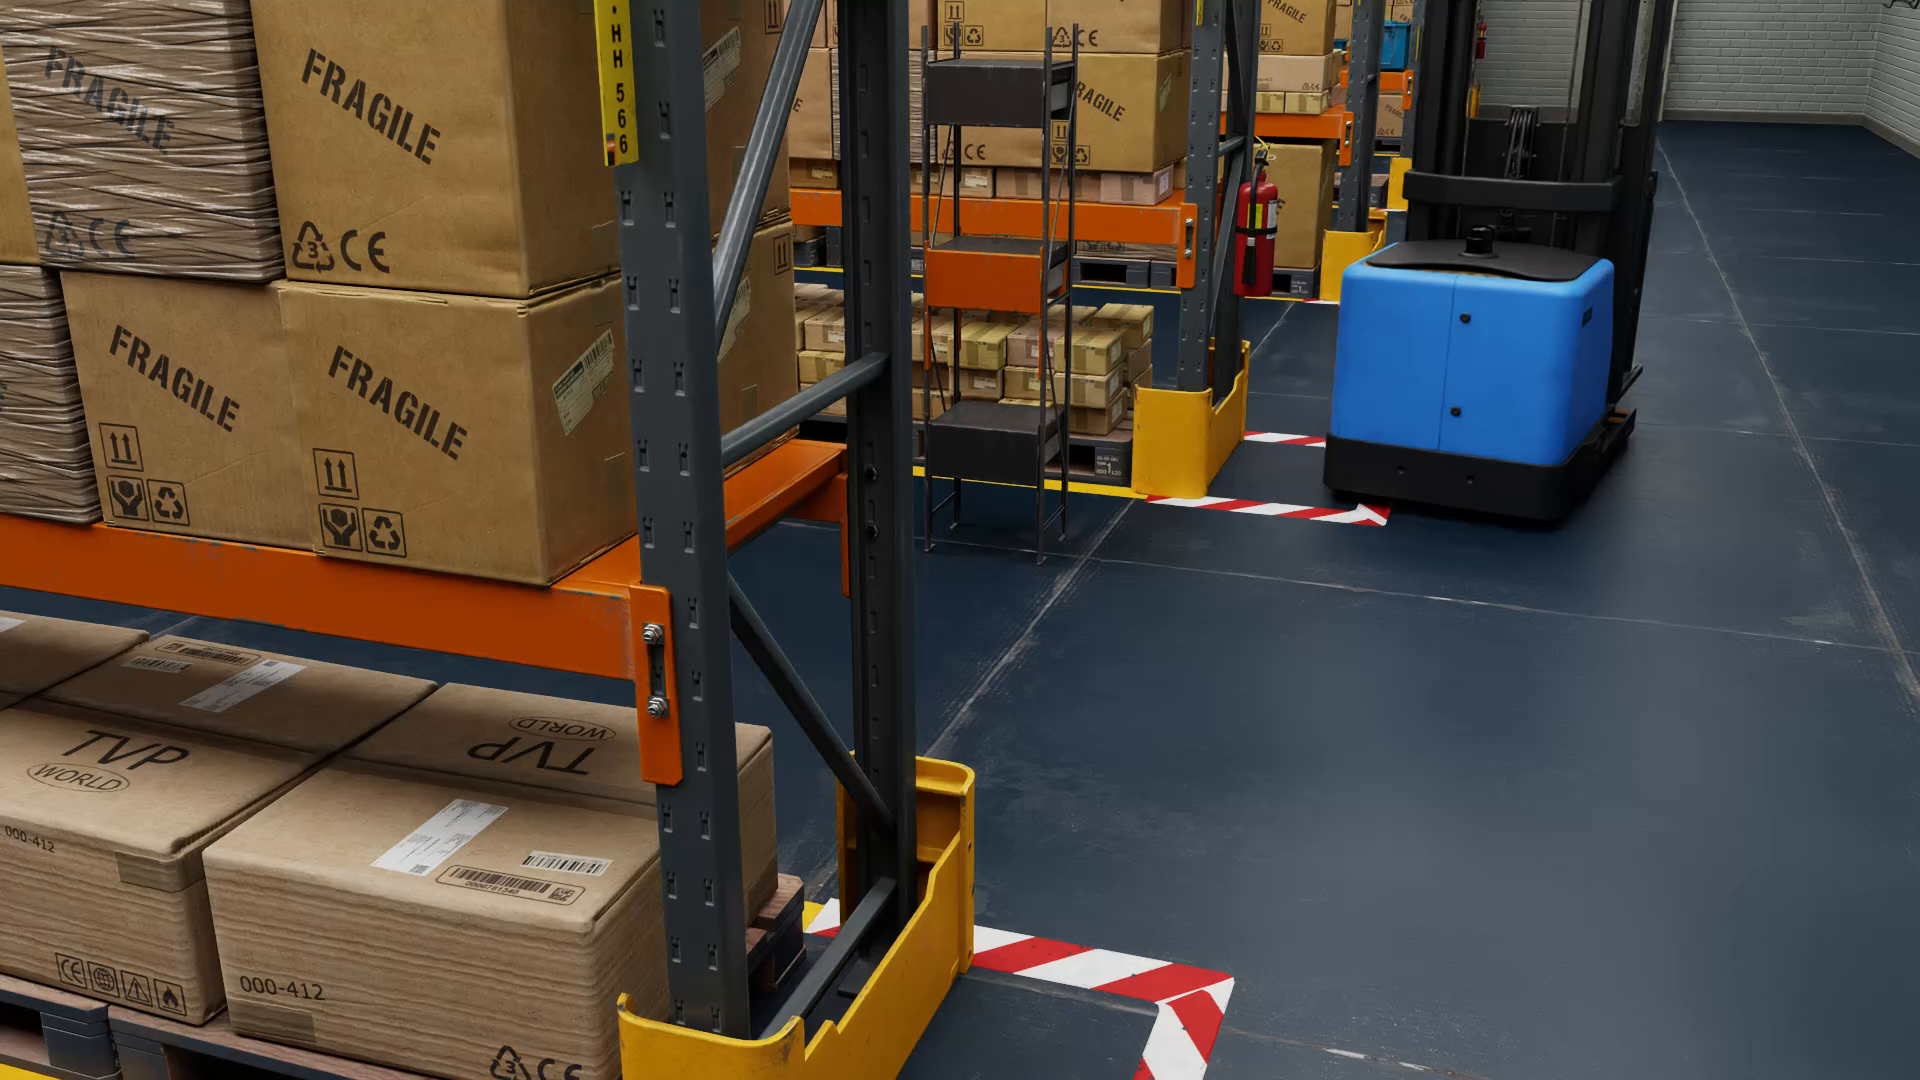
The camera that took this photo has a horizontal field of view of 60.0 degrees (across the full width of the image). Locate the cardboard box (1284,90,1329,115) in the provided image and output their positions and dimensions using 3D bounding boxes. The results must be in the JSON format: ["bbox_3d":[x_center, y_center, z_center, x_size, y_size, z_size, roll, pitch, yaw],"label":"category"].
[{"bbox_3d":[2.484,-3.137,11.901,0.250,0.149,0.380,7,20,19],"label":"cardboard box"}]

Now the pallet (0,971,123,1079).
[{"bbox_3d":[-2.254,0.884,4.220,1.213,0.211,1.003,7,20,18],"label":"pallet"}]

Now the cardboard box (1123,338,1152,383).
[{"bbox_3d":[0.794,-0.917,8.392,0.250,0.149,0.380,7,21,20],"label":"cardboard box"}]

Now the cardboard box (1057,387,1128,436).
[{"bbox_3d":[0.639,-0.633,8.027,0.250,0.149,0.380,7,20,19],"label":"cardboard box"}]

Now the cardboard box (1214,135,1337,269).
[{"bbox_3d":[2.297,-2.559,12.450,0.875,0.875,0.875,7,20,18],"label":"cardboard box"}]

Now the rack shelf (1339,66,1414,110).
[{"bbox_3d":[2.664,-4.736,17.199,4.000,0.370,1.077,7,20,18],"label":"rack shelf"}]

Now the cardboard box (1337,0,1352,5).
[{"bbox_3d":[4.703,-6.990,20.902,0.500,0.500,0.500,7,20,20],"label":"cardboard box"}]

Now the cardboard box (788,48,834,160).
[{"bbox_3d":[-0.739,-2.111,7.971,0.500,0.500,0.500,8,21,21],"label":"cardboard box"}]

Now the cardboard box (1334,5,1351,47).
[{"bbox_3d":[4.709,-6.521,21.075,0.500,0.500,0.500,7,20,18],"label":"cardboard box"}]

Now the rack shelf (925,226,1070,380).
[{"bbox_3d":[0.156,-0.961,6.684,0.480,0.518,0.431,7,20,18],"label":"rack shelf"}]

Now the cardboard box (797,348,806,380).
[{"bbox_3d":[-0.877,-0.911,8.375,0.250,0.149,0.380,7,20,19],"label":"cardboard box"}]

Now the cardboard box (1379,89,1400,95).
[{"bbox_3d":[6.638,-7.057,25.923,0.500,0.500,0.700,6,20,18],"label":"cardboard box"}]

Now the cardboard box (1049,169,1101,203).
[{"bbox_3d":[0.582,-1.656,7.651,0.250,0.149,0.380,6,20,18],"label":"cardboard box"}]

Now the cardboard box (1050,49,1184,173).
[{"bbox_3d":[0.696,-1.945,7.494,0.500,0.500,0.500,7,20,19],"label":"cardboard box"}]

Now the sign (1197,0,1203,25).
[{"bbox_3d":[1.004,-2.314,6.918,0.005,0.325,0.100,7,20,18],"label":"sign"}]

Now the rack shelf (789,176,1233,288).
[{"bbox_3d":[-0.684,-1.665,8.388,4.000,0.370,1.077,7,20,18],"label":"rack shelf"}]

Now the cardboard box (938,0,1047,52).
[{"bbox_3d":[0.212,-2.475,7.497,0.500,0.500,0.500,6,20,16],"label":"cardboard box"}]

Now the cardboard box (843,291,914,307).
[{"bbox_3d":[-0.428,-1.220,8.808,0.250,0.149,0.380,7,20,19],"label":"cardboard box"}]

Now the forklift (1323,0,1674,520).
[{"bbox_3d":[2.826,-1.907,8.093,1.130,2.935,3.031,11,22,28],"label":"forklift"}]

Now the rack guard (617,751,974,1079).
[{"bbox_3d":[-0.301,0.944,3.607,0.348,0.500,1.175,7,20,18],"label":"rack guard"}]

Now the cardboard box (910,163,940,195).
[{"bbox_3d":[-0.148,-1.736,7.881,0.250,0.149,0.380,6,20,16],"label":"cardboard box"}]

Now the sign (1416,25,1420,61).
[{"bbox_3d":[4.388,-4.764,15.938,0.005,0.325,0.100,7,20,18],"label":"sign"}]

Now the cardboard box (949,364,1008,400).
[{"bbox_3d":[0.121,-0.805,8.069,0.250,0.149,0.380,6,20,16],"label":"cardboard box"}]

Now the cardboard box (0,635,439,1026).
[{"bbox_3d":[-1.848,0.637,3.947,0.875,0.438,0.875,7,20,20],"label":"cardboard box"}]

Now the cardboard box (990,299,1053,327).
[{"bbox_3d":[0.326,-1.143,8.588,0.250,0.149,0.380,6,20,18],"label":"cardboard box"}]

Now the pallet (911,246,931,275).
[{"bbox_3d":[-0.158,-2.329,13.436,1.213,0.211,1.003,7,20,18],"label":"pallet"}]

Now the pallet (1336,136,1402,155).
[{"bbox_3d":[5.357,-5.177,21.607,1.213,0.211,1.003,7,20,18],"label":"pallet"}]

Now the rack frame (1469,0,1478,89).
[{"bbox_3d":[7.805,-7.940,25.298,0.127,3.000,1.000,7,20,18],"label":"rack frame"}]

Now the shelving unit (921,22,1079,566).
[{"bbox_3d":[0.156,-0.974,6.679,0.503,2.100,0.431,7,20,18],"label":"shelving unit"}]

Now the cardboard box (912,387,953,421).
[{"bbox_3d":[-0.096,-0.707,8.240,0.250,0.149,0.380,7,20,19],"label":"cardboard box"}]

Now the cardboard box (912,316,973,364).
[{"bbox_3d":[-0.107,-0.981,8.123,0.250,0.149,0.380,6,20,16],"label":"cardboard box"}]

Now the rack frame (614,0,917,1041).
[{"bbox_3d":[-0.324,-0.238,3.203,0.127,3.000,1.000,7,20,18],"label":"rack frame"}]

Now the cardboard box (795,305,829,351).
[{"bbox_3d":[-0.848,-1.075,8.393,0.250,0.149,0.380,7,20,18],"label":"cardboard box"}]

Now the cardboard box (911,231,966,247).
[{"bbox_3d":[-0.253,-2.851,13.287,0.875,0.875,0.875,7,20,18],"label":"cardboard box"}]

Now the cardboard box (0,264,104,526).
[{"bbox_3d":[-1.825,-0.367,3.420,0.500,0.500,0.500,7,20,20],"label":"cardboard box"}]

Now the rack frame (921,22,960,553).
[{"bbox_3d":[-0.074,-1.000,6.755,0.015,2.100,0.400,7,20,18],"label":"rack frame"}]

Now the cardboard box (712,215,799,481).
[{"bbox_3d":[-0.683,-0.427,3.592,0.500,0.500,0.500,6,20,18],"label":"cardboard box"}]

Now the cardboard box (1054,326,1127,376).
[{"bbox_3d":[0.622,-0.900,7.890,0.250,0.149,0.380,7,20,19],"label":"cardboard box"}]

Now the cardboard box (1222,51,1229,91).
[{"bbox_3d":[1.904,-3.414,12.090,0.500,0.250,0.500,6,20,17],"label":"cardboard box"}]

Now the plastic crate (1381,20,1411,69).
[{"bbox_3d":[4.176,-4.883,16.382,0.499,0.435,0.616,7,20,18],"label":"plastic crate"}]

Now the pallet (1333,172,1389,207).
[{"bbox_3d":[3.787,-3.644,17.210,1.213,0.211,1.003,7,20,18],"label":"pallet"}]

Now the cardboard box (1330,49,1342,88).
[{"bbox_3d":[2.563,-3.525,12.408,0.500,0.250,0.500,6,20,17],"label":"cardboard box"}]

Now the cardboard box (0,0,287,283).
[{"bbox_3d":[-1.361,-0.783,3.095,0.500,0.500,0.500,7,20,18],"label":"cardboard box"}]
